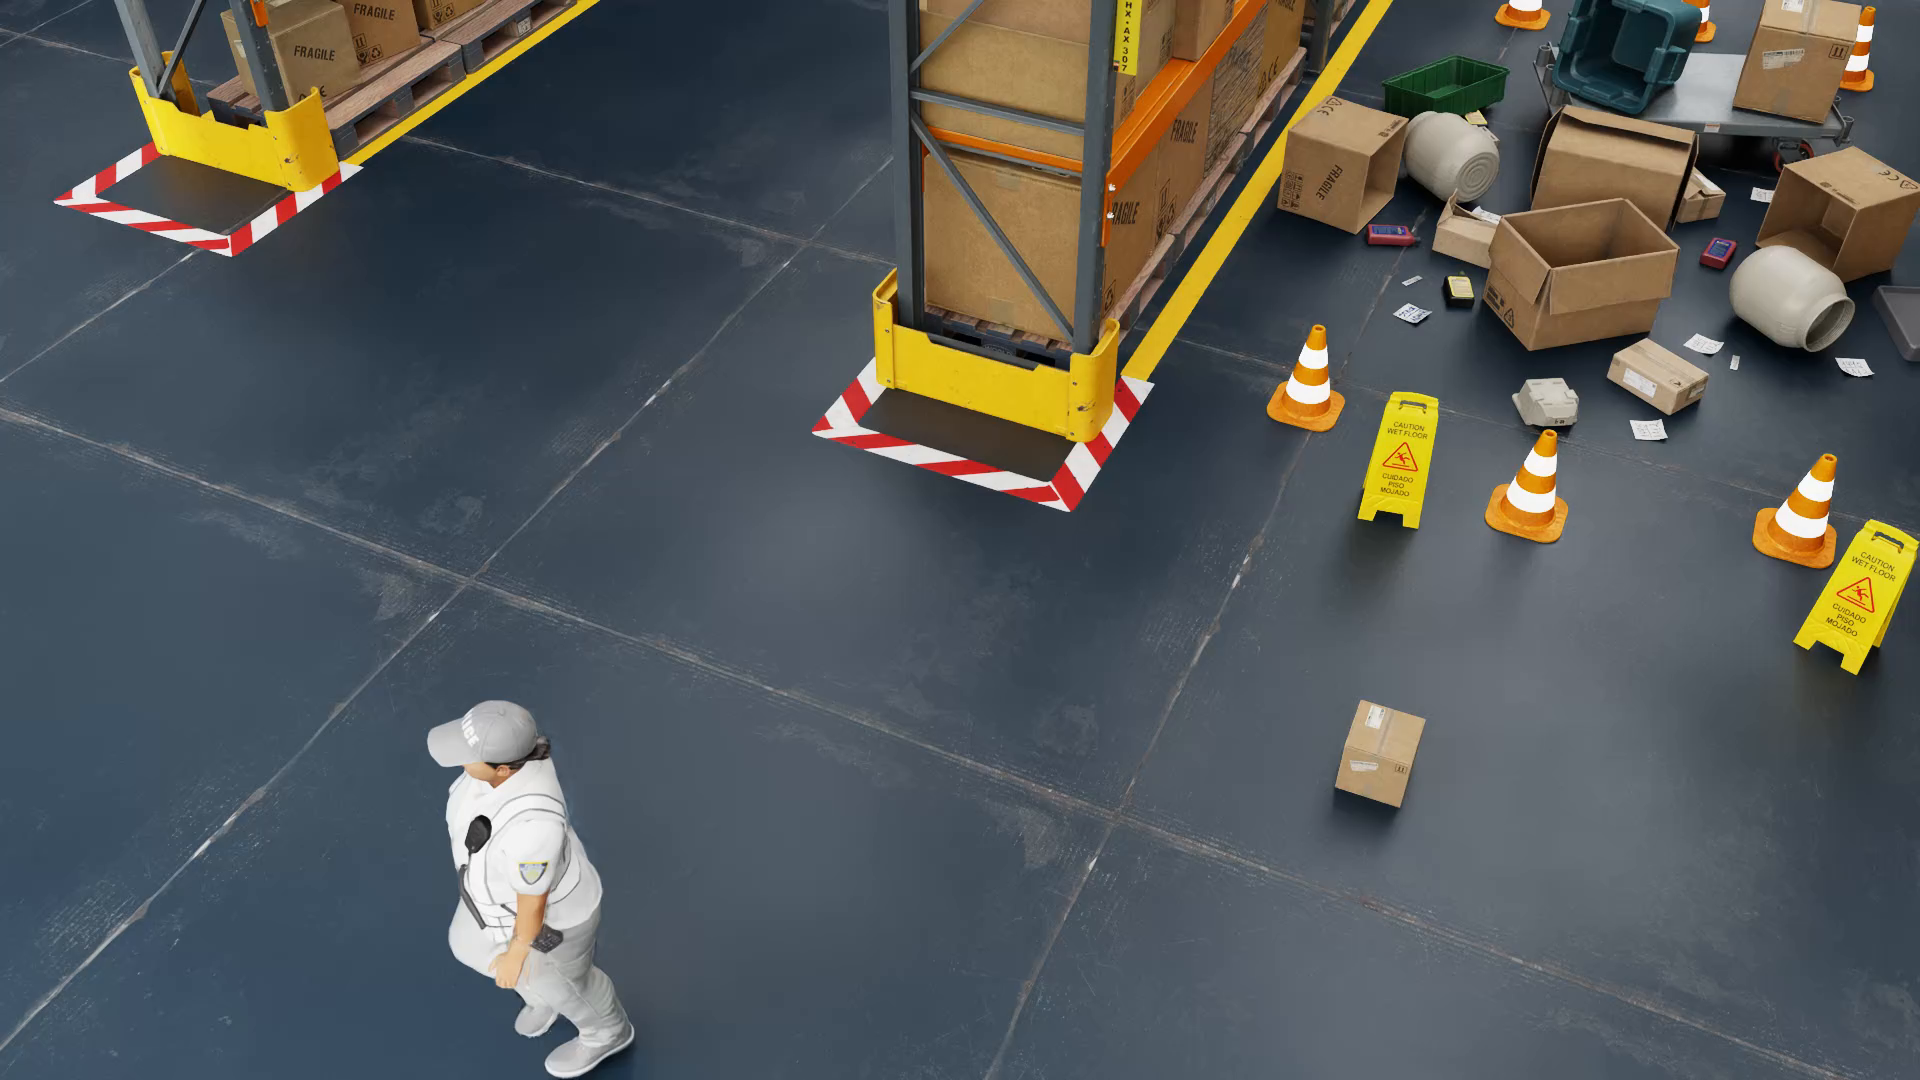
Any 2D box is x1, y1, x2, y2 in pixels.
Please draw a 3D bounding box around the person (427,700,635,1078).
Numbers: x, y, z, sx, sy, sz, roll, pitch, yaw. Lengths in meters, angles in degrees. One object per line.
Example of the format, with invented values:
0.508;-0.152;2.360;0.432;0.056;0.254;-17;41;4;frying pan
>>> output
-1.306;1.093;4.957;0.462;1.707;0.476;-19;46;-20;person
